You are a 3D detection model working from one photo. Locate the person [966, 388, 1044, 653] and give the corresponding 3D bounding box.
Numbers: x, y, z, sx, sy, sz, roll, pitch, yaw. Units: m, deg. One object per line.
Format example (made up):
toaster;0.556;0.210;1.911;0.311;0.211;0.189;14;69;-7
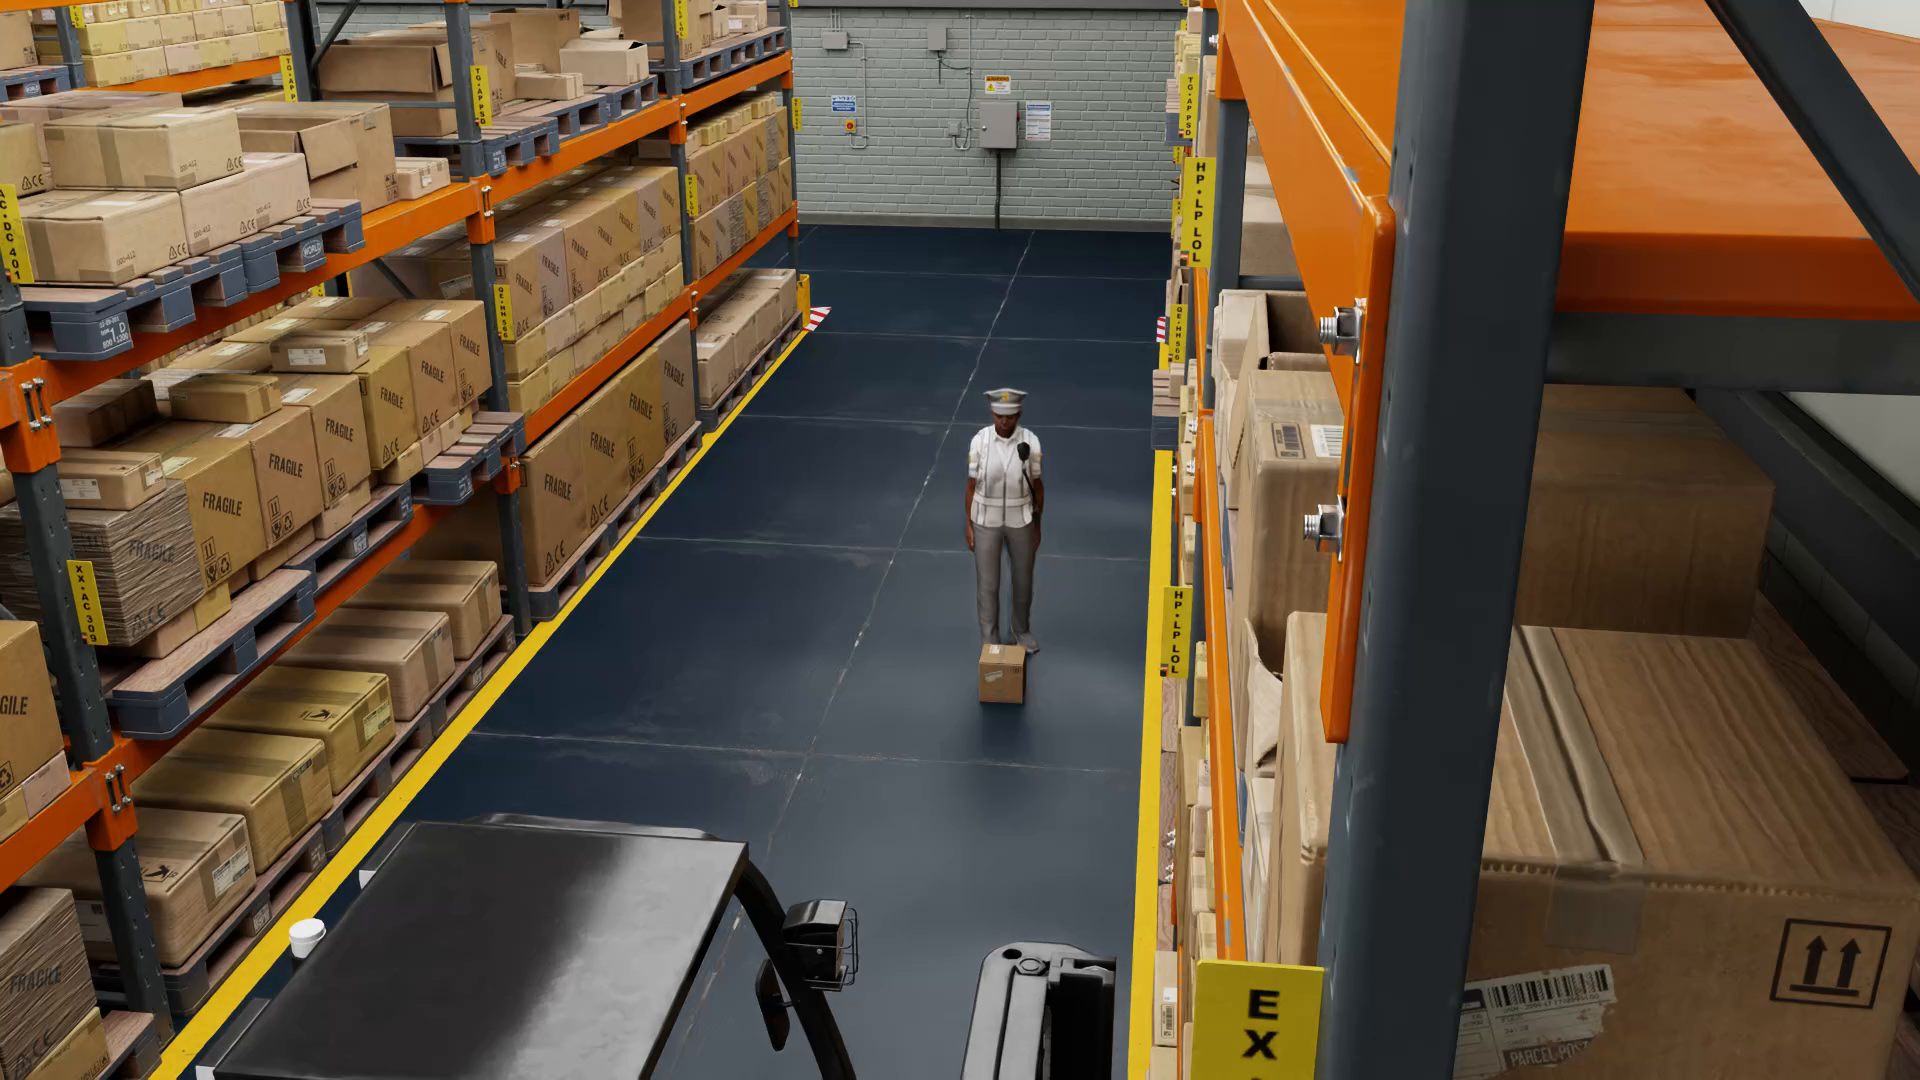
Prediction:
person;0.261;-0.070;9.734;0.460;1.696;0.620;1;21;2
